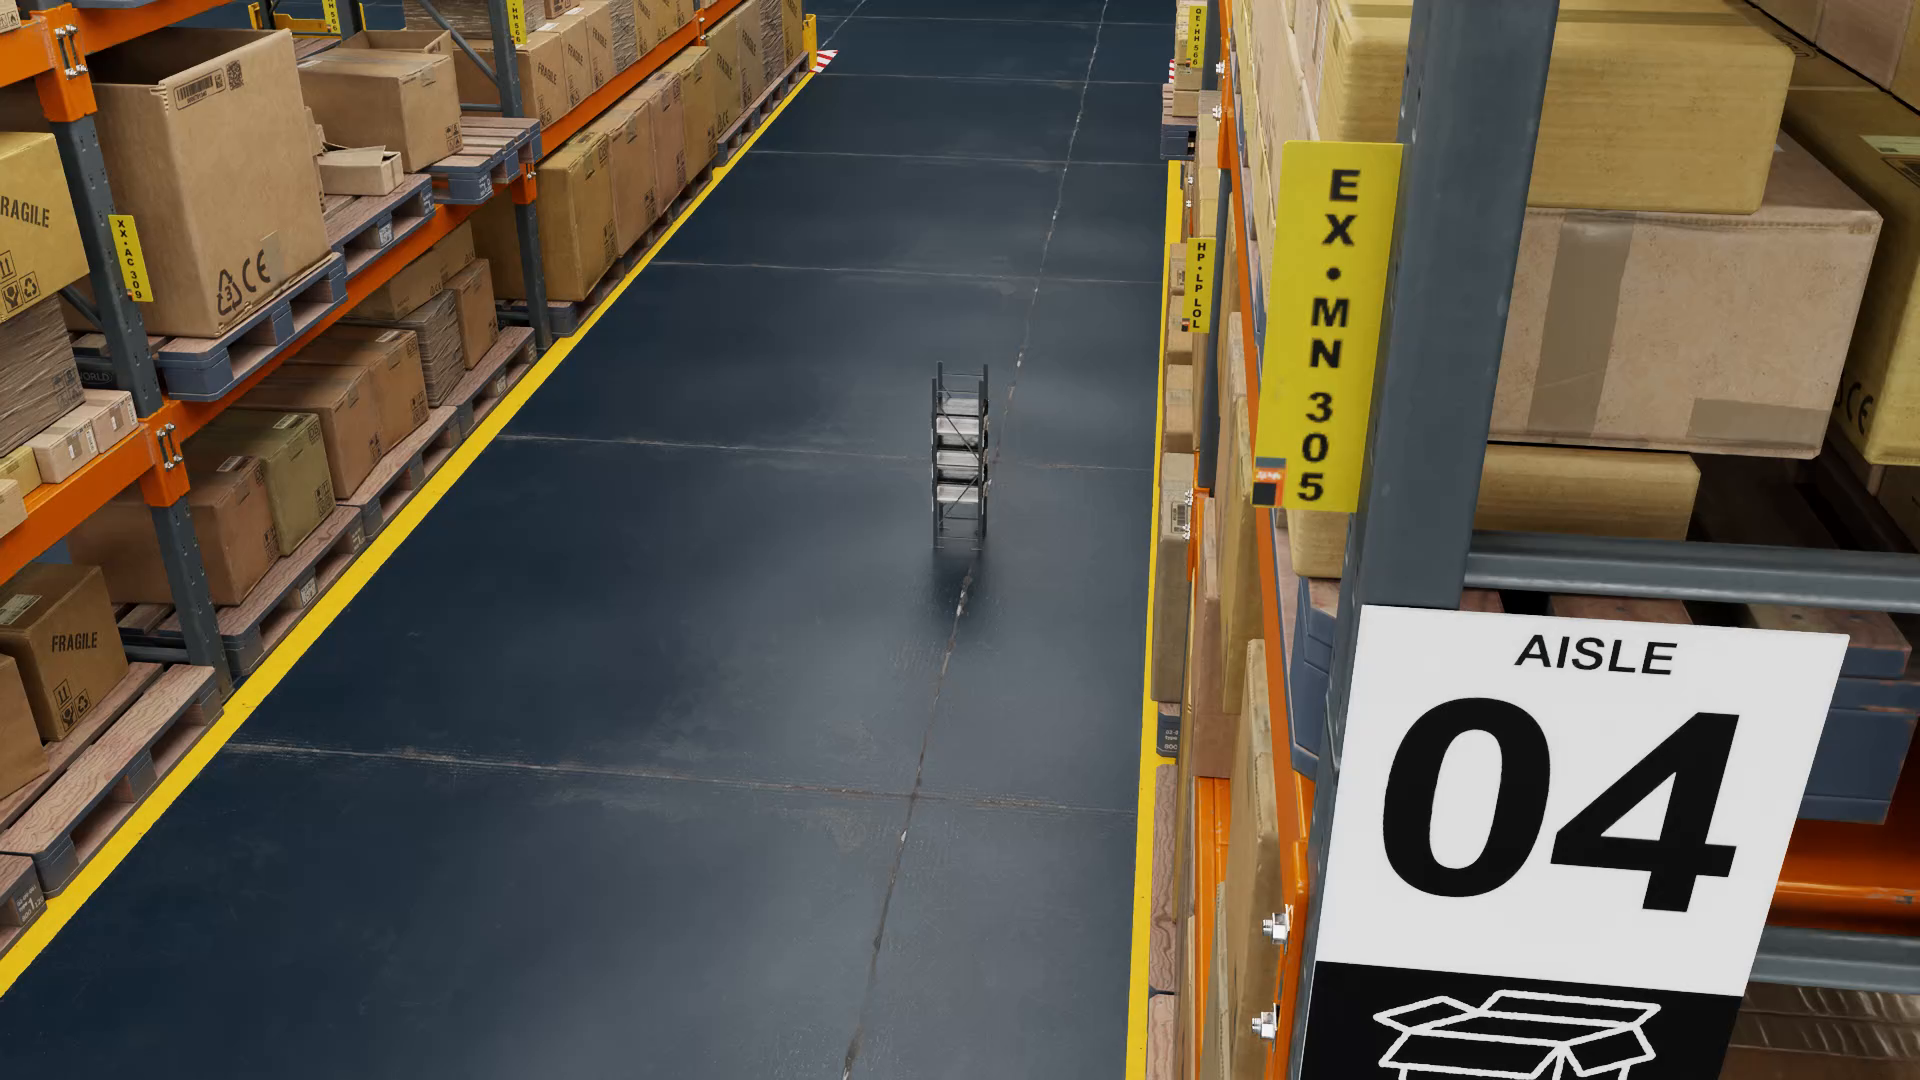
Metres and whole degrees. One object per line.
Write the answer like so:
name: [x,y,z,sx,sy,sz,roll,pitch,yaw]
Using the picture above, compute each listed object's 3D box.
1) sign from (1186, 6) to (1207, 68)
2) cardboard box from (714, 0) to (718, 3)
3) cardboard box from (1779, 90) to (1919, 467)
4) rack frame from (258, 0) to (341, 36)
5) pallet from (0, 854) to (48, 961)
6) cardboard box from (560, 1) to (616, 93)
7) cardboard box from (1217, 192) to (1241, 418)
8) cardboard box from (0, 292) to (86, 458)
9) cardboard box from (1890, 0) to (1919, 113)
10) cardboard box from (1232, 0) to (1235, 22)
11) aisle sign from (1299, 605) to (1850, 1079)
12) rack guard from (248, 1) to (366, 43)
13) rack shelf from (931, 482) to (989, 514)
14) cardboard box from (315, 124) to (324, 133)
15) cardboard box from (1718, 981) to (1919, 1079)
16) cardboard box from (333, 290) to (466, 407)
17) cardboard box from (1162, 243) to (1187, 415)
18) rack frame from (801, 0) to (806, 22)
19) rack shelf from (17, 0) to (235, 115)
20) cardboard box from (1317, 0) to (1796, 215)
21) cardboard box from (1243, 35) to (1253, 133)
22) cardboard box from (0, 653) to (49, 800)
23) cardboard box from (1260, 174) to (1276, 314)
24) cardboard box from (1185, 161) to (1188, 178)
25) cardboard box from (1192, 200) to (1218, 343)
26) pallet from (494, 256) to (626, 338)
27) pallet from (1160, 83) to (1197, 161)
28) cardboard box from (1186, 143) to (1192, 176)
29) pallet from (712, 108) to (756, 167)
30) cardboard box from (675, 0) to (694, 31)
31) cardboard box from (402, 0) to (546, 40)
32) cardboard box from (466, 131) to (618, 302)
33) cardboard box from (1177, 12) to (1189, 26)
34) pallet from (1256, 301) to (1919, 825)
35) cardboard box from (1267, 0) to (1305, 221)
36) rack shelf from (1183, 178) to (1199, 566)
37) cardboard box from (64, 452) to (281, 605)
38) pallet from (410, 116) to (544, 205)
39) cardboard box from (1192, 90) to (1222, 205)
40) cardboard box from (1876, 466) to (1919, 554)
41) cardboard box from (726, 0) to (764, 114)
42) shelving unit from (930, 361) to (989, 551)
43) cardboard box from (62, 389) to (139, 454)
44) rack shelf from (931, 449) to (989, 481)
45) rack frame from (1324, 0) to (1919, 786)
sign: [1.284,-2.725,9.008,0.100,0.325,0.005,3,28,6]
cardboard box: [-2.198,-4.575,13.844,0.380,0.149,0.250,2,28,5]
cardboard box: [1.157,-0.284,1.748,0.500,0.250,0.500,3,28,6]
rack frame: [-7.022,-6.612,17.361,1.000,3.000,0.127,3,28,6]
pallet: [-3.771,1.446,5.344,1.003,0.211,1.213,3,28,6]
cardboard box: [-2.637,-3.300,11.108,0.500,0.500,0.500,3,28,5]
cardboard box: [1.254,-0.710,5.108,0.875,0.550,0.550,3,28,6]
cardboard box: [-3.693,-0.643,5.861,0.875,0.500,0.500,3,28,6]
cardboard box: [1.232,-0.504,1.736,0.380,0.149,0.250,4,29,6]
cardboard box: [0.890,-1.388,4.218,0.380,0.149,0.250,3,28,6]
aisle sign: [0.537,0.414,1.578,0.394,0.787,0.004,3,28,6]
rack guard: [-7.032,-5.524,17.977,1.175,0.500,0.348,3,28,6]
rack shelf: [0.001,-0.212,8.145,0.258,0.077,0.200,3,28,6]
cardboard box: [-3.520,-1.902,8.334,0.500,0.250,0.500,3,28,5]
cardboard box: [0.927,0.829,2.252,0.875,0.550,0.550,3,28,6]
cardboard box: [-3.204,-1.074,9.252,0.700,0.500,0.500,1,28,2]
cardboard box: [1.660,-1.136,9.125,1.050,0.750,0.750,3,28,6]
rack frame: [-2.106,-6.325,16.827,1.000,3.000,0.127,3,28,6]
rack shelf: [-3.332,-2.621,7.549,1.077,0.370,4.000,3,28,6]
cardboard box: [0.548,-0.426,1.591,0.380,0.149,0.250,4,29,7]
cardboard box: [0.765,-0.911,3.333,0.380,0.149,0.250,4,29,7]
cardboard box: [-3.728,0.696,5.989,0.500,0.500,0.500,13,31,22]
cardboard box: [0.642,-0.431,2.441,0.380,0.149,0.250,4,29,7]
cardboard box: [1.897,-2.609,12.123,0.500,0.500,0.500,5,29,8]
cardboard box: [1.256,-1.121,7.063,0.500,0.500,0.500,4,29,7]
pallet: [-2.915,-1.698,11.179,1.003,0.211,1.213,3,28,6]
pallet: [1.805,-2.480,9.893,1.213,0.211,1.003,3,28,6]
cardboard box: [1.831,-2.697,11.496,0.500,0.250,0.500,4,29,8]
pallet: [-2.426,-3.567,14.649,1.003,0.211,1.213,3,28,6]
cardboard box: [-2.383,-4.250,12.870,0.500,0.500,0.500,3,29,6]
cardboard box: [-2.981,-3.388,10.213,0.797,0.503,0.637,4,29,8]
cardboard box: [-2.981,-2.132,10.842,1.225,0.875,0.875,2,28,4]
cardboard box: [1.494,-3.058,9.958,0.380,0.149,0.250,4,29,8]
pallet: [0.924,-0.089,2.183,1.003,0.211,1.213,3,28,6]
cardboard box: [0.688,-0.554,2.249,0.500,0.250,0.500,3,29,6]
rack shelf: [1.579,-0.965,7.637,1.077,0.370,4.000,3,28,6]
cardboard box: [-3.480,-0.057,7.365,0.700,0.500,0.500,1,28,2]
pallet: [-3.068,-2.133,9.248,1.213,0.211,1.003,3,28,6]
cardboard box: [1.501,-2.071,8.827,0.500,0.500,0.500,4,29,7]
cardboard box: [1.204,-0.039,1.714,0.380,0.149,0.250,4,29,7]
cardboard box: [-2.326,-4.421,15.091,0.875,0.875,0.875,3,28,6]
shelving unit: [0.001,-0.400,8.044,0.258,0.900,0.210,3,28,6]
cardboard box: [-3.311,-0.447,6.182,0.380,0.149,0.250,3,28,6]
rack shelf: [0.001,-0.371,8.059,0.258,0.077,0.200,3,28,6]
rack frame: [0.843,-1.098,0.801,1.000,3.000,0.127,3,28,6]
